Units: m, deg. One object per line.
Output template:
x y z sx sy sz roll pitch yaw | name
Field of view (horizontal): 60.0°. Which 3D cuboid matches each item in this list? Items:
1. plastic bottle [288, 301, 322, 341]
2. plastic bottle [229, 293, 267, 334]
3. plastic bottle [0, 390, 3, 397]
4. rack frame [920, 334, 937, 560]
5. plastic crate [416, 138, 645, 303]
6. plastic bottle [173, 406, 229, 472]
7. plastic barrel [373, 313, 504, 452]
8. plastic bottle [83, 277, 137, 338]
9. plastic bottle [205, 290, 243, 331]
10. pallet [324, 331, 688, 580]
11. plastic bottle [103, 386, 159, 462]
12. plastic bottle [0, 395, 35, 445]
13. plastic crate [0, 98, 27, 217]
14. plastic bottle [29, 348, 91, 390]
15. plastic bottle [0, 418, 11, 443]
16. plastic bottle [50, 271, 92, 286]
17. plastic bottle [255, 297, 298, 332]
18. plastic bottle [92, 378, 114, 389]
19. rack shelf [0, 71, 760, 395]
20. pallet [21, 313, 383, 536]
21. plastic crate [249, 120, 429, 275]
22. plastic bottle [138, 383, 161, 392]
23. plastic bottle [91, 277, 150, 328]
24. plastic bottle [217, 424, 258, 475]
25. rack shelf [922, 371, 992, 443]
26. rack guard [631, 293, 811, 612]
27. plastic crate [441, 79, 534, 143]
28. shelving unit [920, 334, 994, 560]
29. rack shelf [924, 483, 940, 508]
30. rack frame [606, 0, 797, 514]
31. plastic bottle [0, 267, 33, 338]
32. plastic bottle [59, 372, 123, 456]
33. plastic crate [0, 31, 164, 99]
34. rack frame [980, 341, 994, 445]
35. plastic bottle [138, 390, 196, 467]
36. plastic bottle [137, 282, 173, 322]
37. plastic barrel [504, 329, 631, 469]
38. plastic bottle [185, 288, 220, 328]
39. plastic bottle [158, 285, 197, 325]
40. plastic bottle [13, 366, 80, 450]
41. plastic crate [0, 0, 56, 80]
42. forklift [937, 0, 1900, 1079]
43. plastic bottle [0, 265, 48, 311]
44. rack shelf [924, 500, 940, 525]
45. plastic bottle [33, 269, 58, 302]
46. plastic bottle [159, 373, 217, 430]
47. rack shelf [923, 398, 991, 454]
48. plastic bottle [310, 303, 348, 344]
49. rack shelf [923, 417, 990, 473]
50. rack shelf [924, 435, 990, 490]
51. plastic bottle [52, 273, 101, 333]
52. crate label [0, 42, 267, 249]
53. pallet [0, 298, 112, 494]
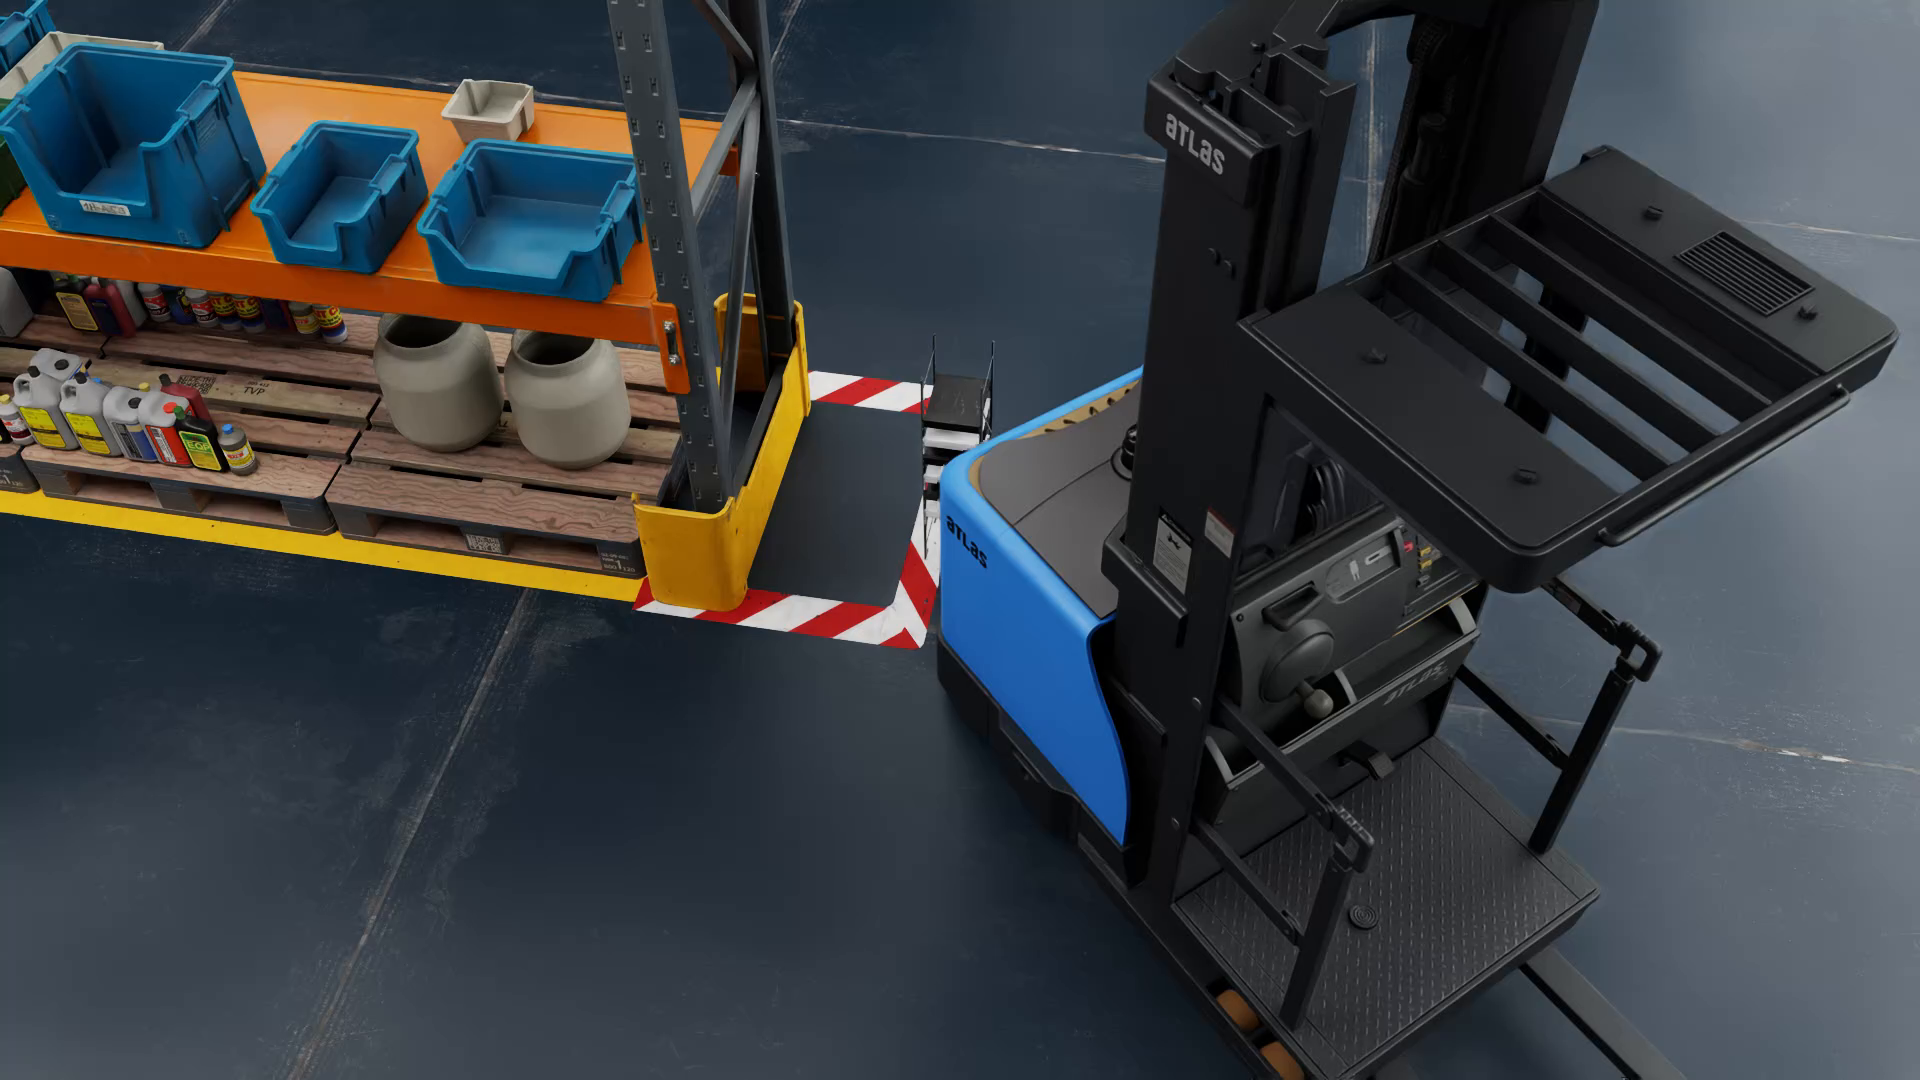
-2.614 -0.902 6.630 0.097 0.201 0.097 0 48 0 | plastic bottle
-2.849 -0.957 6.632 0.097 0.271 0.097 0 48 0 | plastic bottle
-3.662 -0.546 6.262 0.097 0.271 0.097 0 48 0 | plastic bottle
-0.108 -0.315 5.928 0.006 0.900 0.240 8 49 7 | rack frame
-1.329 -1.007 5.238 0.616 0.251 0.499 8 49 7 | plastic crate
-2.787 -0.372 6.098 0.133 0.283 0.061 9 49 8 | plastic bottle
-1.938 -0.615 6.177 0.421 0.512 0.421 0 48 0 | plastic barrel
-3.387 -0.933 6.602 0.133 0.283 0.061 8 49 7 | plastic bottle
-2.948 -0.971 6.644 0.097 0.271 0.097 0 48 0 | plastic bottle
-1.665 -0.364 6.435 1.213 0.211 1.003 8 49 7 | pallet
-3.048 -0.440 6.164 0.135 0.276 0.152 6 48 6 | plastic bottle
-3.539 -0.460 6.232 0.097 0.201 0.097 0 48 0 | plastic bottle
-3.434 -1.281 5.527 0.662 0.188 0.450 8 49 7 | plastic crate
-3.393 -0.595 6.303 0.135 0.276 0.152 8 49 7 | plastic bottle
-3.658 -0.490 6.204 0.133 0.283 0.061 10 49 9 | plastic bottle
-3.528 -1.058 6.669 0.185 0.351 0.144 7 48 7 | plastic bottle
-2.731 -0.959 6.626 0.133 0.283 0.061 8 49 7 | plastic bottle
-3.233 -0.528 6.293 0.097 0.201 0.097 0 48 0 | plastic bottle
-2.751 -1.233 5.825 4.000 0.370 1.077 8 49 7 | rack shelf
-2.862 -0.527 6.582 1.213 0.211 1.003 8 49 7 | pallet
-1.967 -1.097 5.319 0.408 0.251 0.499 8 49 7 | plastic crate
-3.044 -0.508 6.276 0.097 0.201 0.097 0 48 0 | plastic bottle
-3.368 -1.008 6.675 0.135 0.276 0.152 8 49 8 | plastic bottle
-2.668 -0.343 6.127 0.097 0.201 0.097 0 48 0 | plastic bottle
-0.008 -0.460 5.740 0.200 0.077 0.258 8 49 7 | rack shelf
-0.866 -0.349 6.228 0.348 0.500 1.175 8 49 7 | rack guard
-1.607 -1.475 5.736 0.250 0.136 0.298 8 49 7 | plastic crate
-0.008 -0.302 5.916 0.210 0.900 0.258 8 49 7 | shelving unit
-0.008 -0.219 6.008 0.200 0.077 0.258 8 49 7 | rack shelf
-0.783 -1.209 5.320 0.127 3.000 1.000 8 49 7 | rack frame
-3.847 -0.964 6.635 0.135 0.276 0.152 8 49 7 | plastic bottle
-3.212 -0.484 6.153 0.185 0.351 0.144 9 49 8 | plastic bottle
-3.076 -1.621 5.867 0.437 0.136 0.530 8 49 7 | plastic crate
0.092 -0.288 5.904 0.006 0.900 0.240 8 49 7 | rack frame
-2.911 -0.421 6.147 0.135 0.276 0.152 8 49 7 | plastic bottle
-3.247 -0.988 6.706 0.097 0.201 0.097 0 48 0 | plastic bottle
-1.444 -0.549 6.117 0.421 0.512 0.421 0 48 0 | plastic barrel
-3.045 -0.960 6.682 0.097 0.201 0.097 0 48 0 | plastic bottle
-3.147 -0.998 6.668 0.097 0.271 0.097 0 48 0 | plastic bottle
-3.395 -0.508 6.175 0.185 0.351 0.144 7 48 7 | plastic bottle
-3.582 -1.741 5.898 0.616 0.251 0.499 8 49 7 | plastic crate
1.167 0.215 4.086 1.130 2.935 3.031 -27 53 -22 | forklift
-3.845 -1.100 6.707 0.185 0.351 0.144 5 48 5 | plastic bottle
-0.008 -0.159 6.075 0.200 0.077 0.258 8 49 7 | rack shelf
-3.678 -1.087 6.740 0.133 0.283 0.061 11 49 9 | plastic bottle
-2.893 -0.502 6.215 0.133 0.283 0.061 8 49 7 | plastic bottle
-0.008 -0.400 5.807 0.200 0.077 0.258 8 49 7 | rack shelf
-2.512 -0.912 6.591 0.097 0.271 0.097 0 48 0 | plastic bottle
-0.008 -0.340 5.874 0.200 0.077 0.258 8 49 7 | rack shelf
-0.008 -0.280 5.941 0.200 0.077 0.258 8 49 7 | rack shelf
-3.521 -0.957 6.623 0.133 0.283 0.061 8 49 7 | plastic bottle
-2.642 -1.266 5.348 0.616 0.435 0.502 8 49 7 | crate label
-4.066 -0.687 6.725 1.213 0.211 1.003 8 49 7 | pallet
